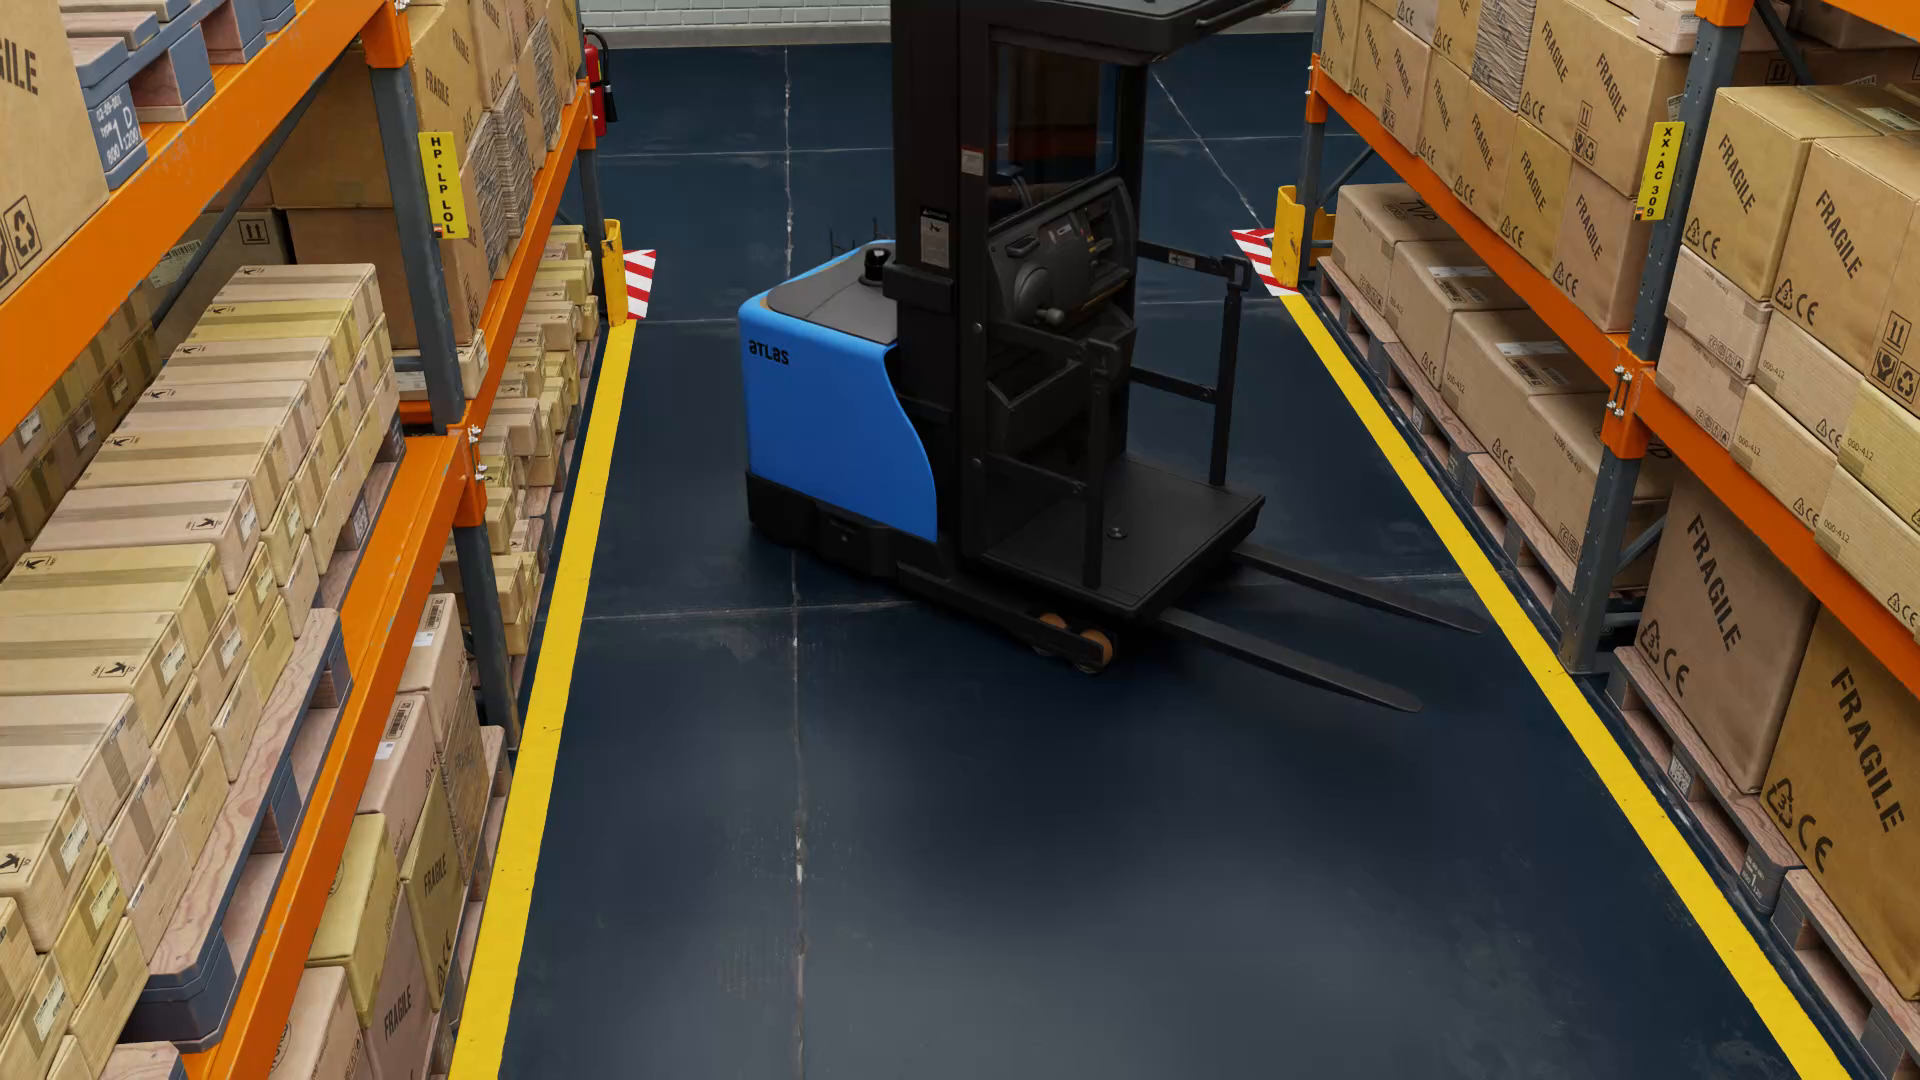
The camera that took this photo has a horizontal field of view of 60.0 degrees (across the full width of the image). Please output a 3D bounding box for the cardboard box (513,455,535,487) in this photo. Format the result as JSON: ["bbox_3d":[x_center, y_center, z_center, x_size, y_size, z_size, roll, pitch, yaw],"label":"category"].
[{"bbox_3d":[-2.004,-0.342,6.978,0.380,0.149,0.250,-1,31,-2],"label":"cardboard box"}]

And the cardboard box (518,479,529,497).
[{"bbox_3d":[-2.040,-0.211,7.049,0.380,0.149,0.250,-4,31,-7],"label":"cardboard box"}]

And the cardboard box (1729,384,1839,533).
[{"bbox_3d":[2.654,-0.254,4.896,0.500,0.250,0.500,-3,31,-6],"label":"cardboard box"}]

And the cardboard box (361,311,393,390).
[{"bbox_3d":[-1.859,-0.537,4.769,0.380,0.149,0.250,-2,31,-3],"label":"cardboard box"}]

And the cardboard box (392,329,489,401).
[{"bbox_3d":[-1.794,-0.583,5.546,0.380,0.149,0.250,-2,31,-3],"label":"cardboard box"}]

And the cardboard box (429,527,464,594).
[{"bbox_3d":[-1.919,0.072,5.995,0.380,0.149,0.250,-2,31,-3],"label":"cardboard box"}]

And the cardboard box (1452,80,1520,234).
[{"bbox_3d":[2.413,-1.605,6.915,0.500,0.500,0.500,-3,31,-5],"label":"cardboard box"}]

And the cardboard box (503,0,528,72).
[{"bbox_3d":[-2.019,-2.157,6.574,0.500,0.500,0.500,-4,31,-6],"label":"cardboard box"}]

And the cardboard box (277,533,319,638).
[{"bbox_3d":[-1.758,0.120,3.960,0.380,0.149,0.250,-4,31,-7],"label":"cardboard box"}]

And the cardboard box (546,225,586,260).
[{"bbox_3d":[-2.165,-1.526,8.671,0.380,0.149,0.250,-2,31,-4],"label":"cardboard box"}]

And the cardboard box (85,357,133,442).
[{"bbox_3d":[-2.488,-0.375,4.499,0.380,0.149,0.250,-3,31,-6],"label":"cardboard box"}]

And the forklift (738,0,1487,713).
[{"bbox_3d":[0.567,-1.057,6.162,3.031,2.935,1.130,20,36,30],"label":"forklift"}]

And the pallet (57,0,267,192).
[{"bbox_3d":[-2.041,-0.888,3.070,1.213,0.211,1.003,-3,31,-5],"label":"pallet"}]

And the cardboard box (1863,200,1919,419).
[{"bbox_3d":[2.700,-0.539,4.154,0.500,0.500,0.500,-3,31,-6],"label":"cardboard box"}]

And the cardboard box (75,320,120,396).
[{"bbox_3d":[-2.482,-0.493,4.406,0.380,0.149,0.250,-2,31,-3],"label":"cardboard box"}]

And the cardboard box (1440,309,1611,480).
[{"bbox_3d":[2.790,-0.682,7.556,0.875,0.438,0.875,-4,31,-6],"label":"cardboard box"}]

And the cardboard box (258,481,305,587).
[{"bbox_3d":[-1.760,-0.003,3.876,0.380,0.149,0.250,-4,31,-7],"label":"cardboard box"}]

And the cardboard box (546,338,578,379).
[{"bbox_3d":[-2.022,-0.872,7.865,0.380,0.149,0.250,-2,31,-4],"label":"cardboard box"}]

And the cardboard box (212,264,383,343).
[{"bbox_3d":[-1.861,-0.663,4.690,0.380,0.149,0.250,-1,31,-2],"label":"cardboard box"}]

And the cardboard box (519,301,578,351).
[{"bbox_3d":[-2.006,-1.000,7.789,0.380,0.149,0.250,-2,31,-3],"label":"cardboard box"}]

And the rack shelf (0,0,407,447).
[{"bbox_3d":[-1.906,-0.488,2.919,1.077,0.370,4.000,-3,31,-5],"label":"rack shelf"}]

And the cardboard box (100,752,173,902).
[{"bbox_3d":[-1.666,0.525,2.992,0.380,0.149,0.250,-3,31,-5],"label":"cardboard box"}]

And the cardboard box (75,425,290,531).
[{"bbox_3d":[-1.769,-0.134,3.805,0.380,0.149,0.250,-4,31,-6],"label":"cardboard box"}]

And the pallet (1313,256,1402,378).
[{"bbox_3d":[2.605,-1.260,9.154,1.003,0.211,1.213,-3,31,-5],"label":"pallet"}]

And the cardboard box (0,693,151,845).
[{"bbox_3d":[-1.667,0.403,2.906,0.380,0.149,0.250,-1,31,-2],"label":"cardboard box"}]

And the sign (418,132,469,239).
[{"bbox_3d":[-1.541,-1.056,4.964,0.100,0.325,0.005,-3,31,-5],"label":"sign"}]

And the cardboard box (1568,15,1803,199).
[{"bbox_3d":[2.507,-1.519,5.796,0.500,0.500,0.500,-3,31,-5],"label":"cardboard box"}]

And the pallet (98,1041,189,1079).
[{"bbox_3d":[-1.892,1.235,2.444,1.213,0.211,1.003,-3,31,-5],"label":"pallet"}]

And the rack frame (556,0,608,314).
[{"bbox_3d":[-2.467,-2.573,8.632,1.000,3.000,0.127,-3,31,-5],"label":"rack frame"}]

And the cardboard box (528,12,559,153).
[{"bbox_3d":[-2.068,-2.005,7.294,0.500,0.500,0.500,-3,31,-4],"label":"cardboard box"}]

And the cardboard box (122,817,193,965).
[{"bbox_3d":[-1.665,0.653,3.067,0.380,0.149,0.250,-2,31,-3],"label":"cardboard box"}]

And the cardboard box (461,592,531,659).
[{"bbox_3d":[-1.807,0.312,6.174,0.380,0.149,0.250,-4,31,-7],"label":"cardboard box"}]

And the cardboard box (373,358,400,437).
[{"bbox_3d":[-1.859,-0.410,4.846,0.380,0.149,0.250,-3,31,-6],"label":"cardboard box"}]

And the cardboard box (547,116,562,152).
[{"bbox_3d":[-2.083,-1.927,7.796,0.380,0.149,0.250,-2,31,-3],"label":"cardboard box"}]

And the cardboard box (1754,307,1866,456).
[{"bbox_3d":[2.663,-0.467,4.765,0.500,0.250,0.500,-2,31,-4],"label":"cardboard box"}]

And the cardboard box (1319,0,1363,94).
[{"bbox_3d":[2.211,-2.646,8.657,0.500,0.500,0.500,-3,31,-5],"label":"cardboard box"}]

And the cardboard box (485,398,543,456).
[{"bbox_3d":[-1.948,-0.464,6.893,0.380,0.149,0.250,-2,31,-4],"label":"cardboard box"}]

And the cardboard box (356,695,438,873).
[{"bbox_3d":[-1.737,0.672,4.497,0.500,0.250,0.500,-1,31,-2],"label":"cardboard box"}]

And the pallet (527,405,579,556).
[{"bbox_3d":[-2.308,-0.299,7.545,1.003,0.211,1.213,-3,31,-5],"label":"pallet"}]

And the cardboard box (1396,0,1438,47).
[{"bbox_3d":[2.325,-2.549,7.520,0.500,0.500,0.500,-3,31,-5],"label":"cardboard box"}]

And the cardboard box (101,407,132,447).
[{"bbox_3d":[-2.482,-0.239,4.560,0.380,0.149,0.250,-2,31,-4],"label":"cardboard box"}]

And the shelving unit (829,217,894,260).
[{"bbox_3d":[-0.426,-0.963,7.833,0.252,1.050,0.215,-21,35,-32],"label":"shelving unit"}]

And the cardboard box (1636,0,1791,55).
[{"bbox_3d":[2.480,-1.712,5.486,0.380,0.149,0.250,-3,31,-6],"label":"cardboard box"}]

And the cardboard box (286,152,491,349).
[{"bbox_3d":[-1.888,-0.966,5.555,0.500,0.500,0.500,-3,31,-5],"label":"cardboard box"}]

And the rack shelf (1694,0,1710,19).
[{"bbox_3d":[2.639,-2.819,6.821,1.077,0.370,4.000,-3,31,-5],"label":"rack shelf"}]

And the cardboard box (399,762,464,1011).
[{"bbox_3d":[-1.725,0.990,4.696,0.500,0.500,0.500,-3,31,-6],"label":"cardboard box"}]
